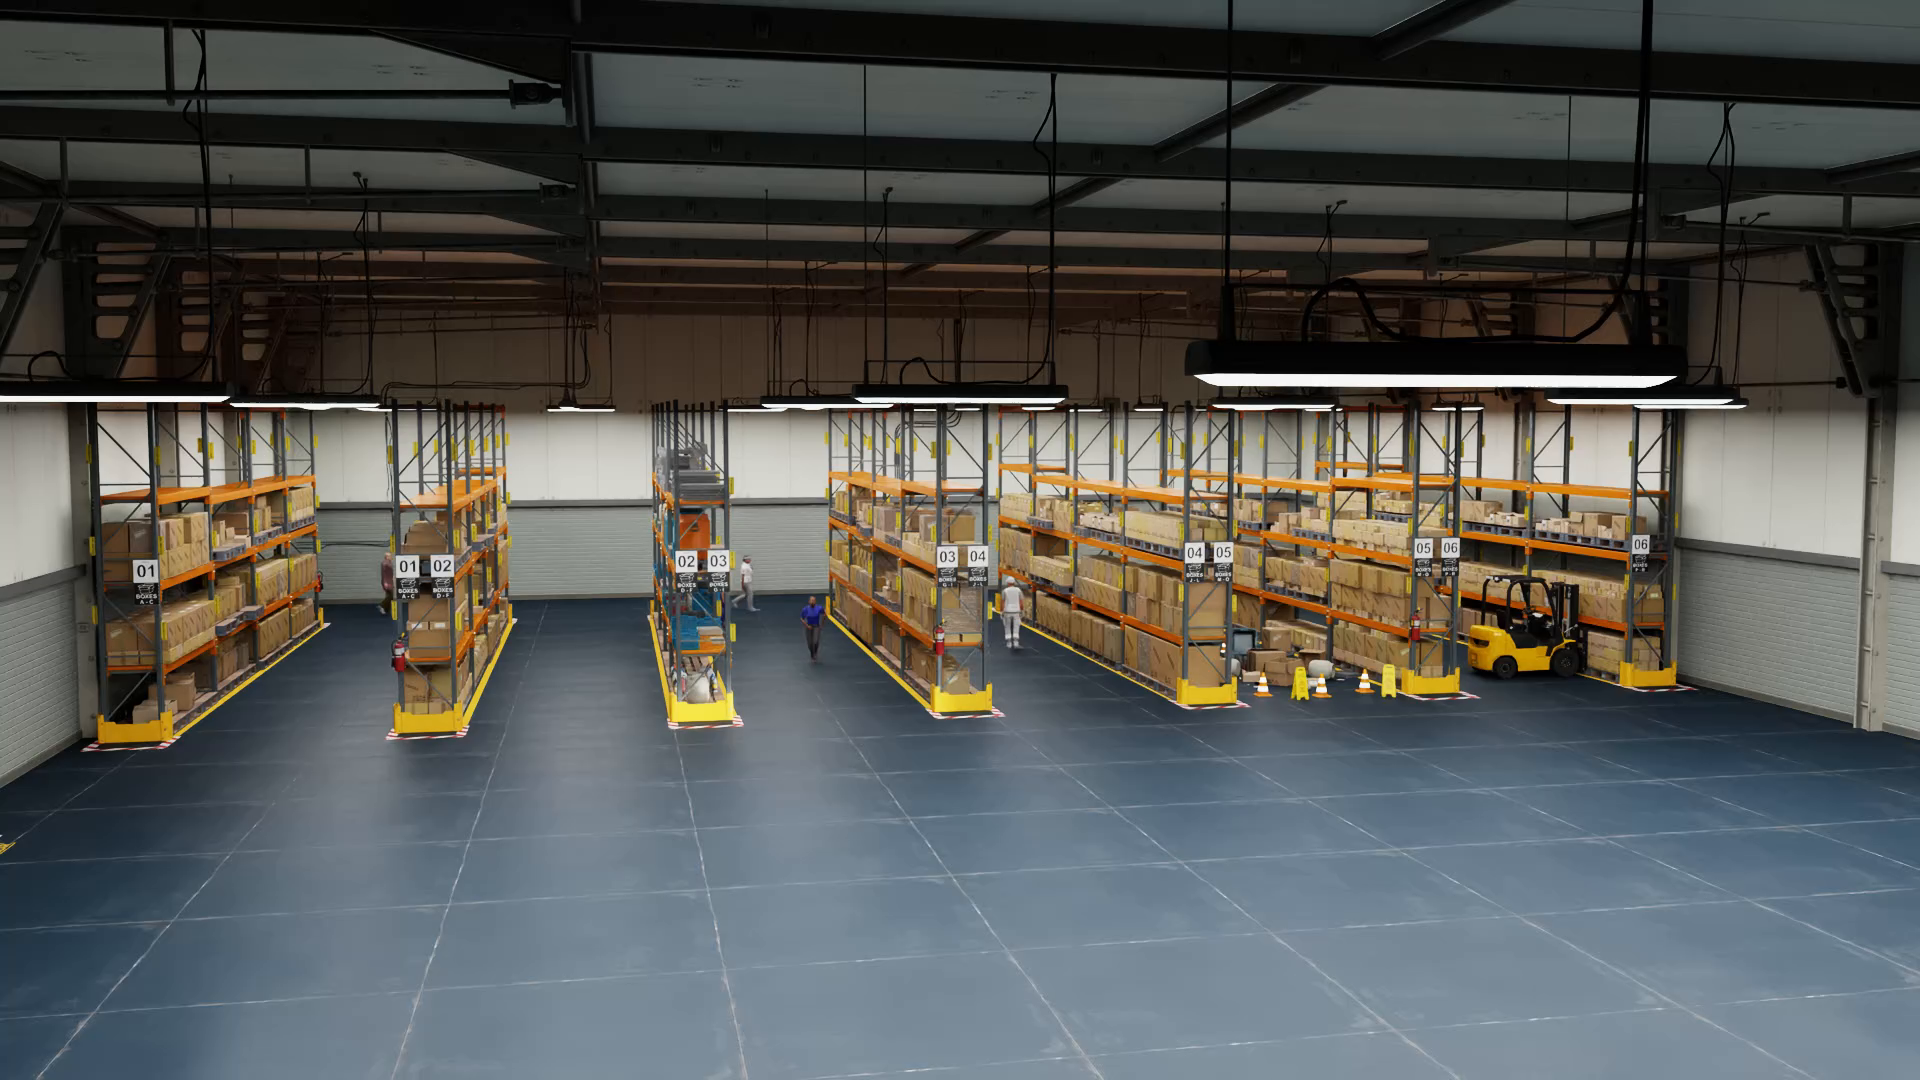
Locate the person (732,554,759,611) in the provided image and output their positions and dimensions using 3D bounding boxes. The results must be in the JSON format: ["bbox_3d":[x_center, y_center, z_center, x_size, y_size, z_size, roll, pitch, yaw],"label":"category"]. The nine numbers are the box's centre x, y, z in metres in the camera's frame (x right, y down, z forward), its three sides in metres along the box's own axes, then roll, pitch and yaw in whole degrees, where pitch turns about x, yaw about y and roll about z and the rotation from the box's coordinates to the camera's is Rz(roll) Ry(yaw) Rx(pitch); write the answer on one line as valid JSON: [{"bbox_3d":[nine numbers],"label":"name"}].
[{"bbox_3d":[-6.265,1.239,48.425,0.790,1.662,0.436,0,4,1],"label":"person"}]

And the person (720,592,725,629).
[{"bbox_3d":[-6.444,1.549,44.622,0.393,1.664,0.540,-4,6,-43],"label":"person"}]

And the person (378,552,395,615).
[{"bbox_3d":[-16.357,1.286,47.511,0.536,1.675,0.603,-1,4,-10],"label":"person"}]

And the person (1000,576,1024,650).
[{"bbox_3d":[1.269,1.778,40.552,0.590,1.788,0.511,0,4,-6],"label":"person"}]

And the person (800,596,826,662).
[{"bbox_3d":[-3.377,2.058,38.360,0.571,1.558,0.743,0,4,1],"label":"person"}]
